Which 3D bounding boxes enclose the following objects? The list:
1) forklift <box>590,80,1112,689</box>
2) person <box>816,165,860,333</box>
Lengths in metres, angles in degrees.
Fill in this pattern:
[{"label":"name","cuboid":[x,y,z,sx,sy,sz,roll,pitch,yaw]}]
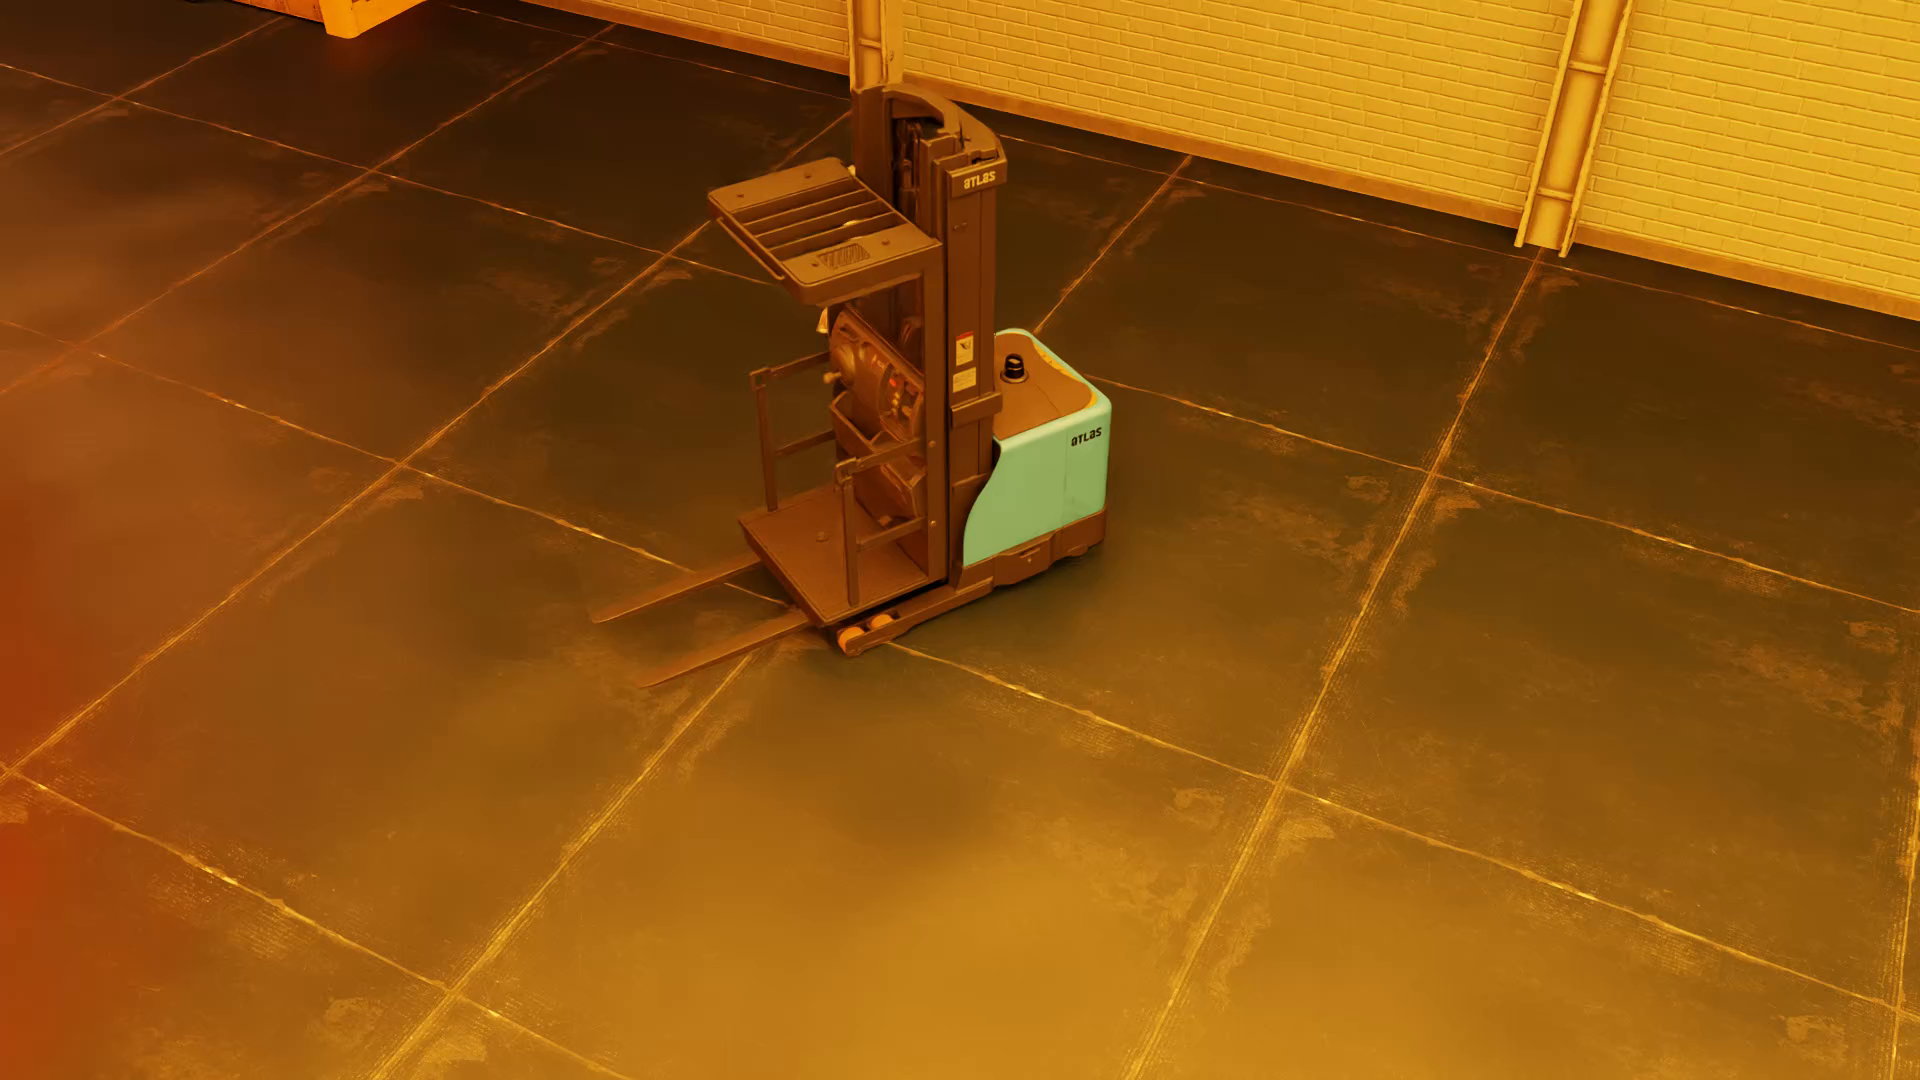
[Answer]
[{"label":"forklift","cuboid":[-0.633,-0.851,8.997,3.031,2.935,1.130,-22,45,-24]},{"label":"person","cuboid":[-0.629,-1.946,11.512,0.793,1.452,0.811,23,45,25]}]
